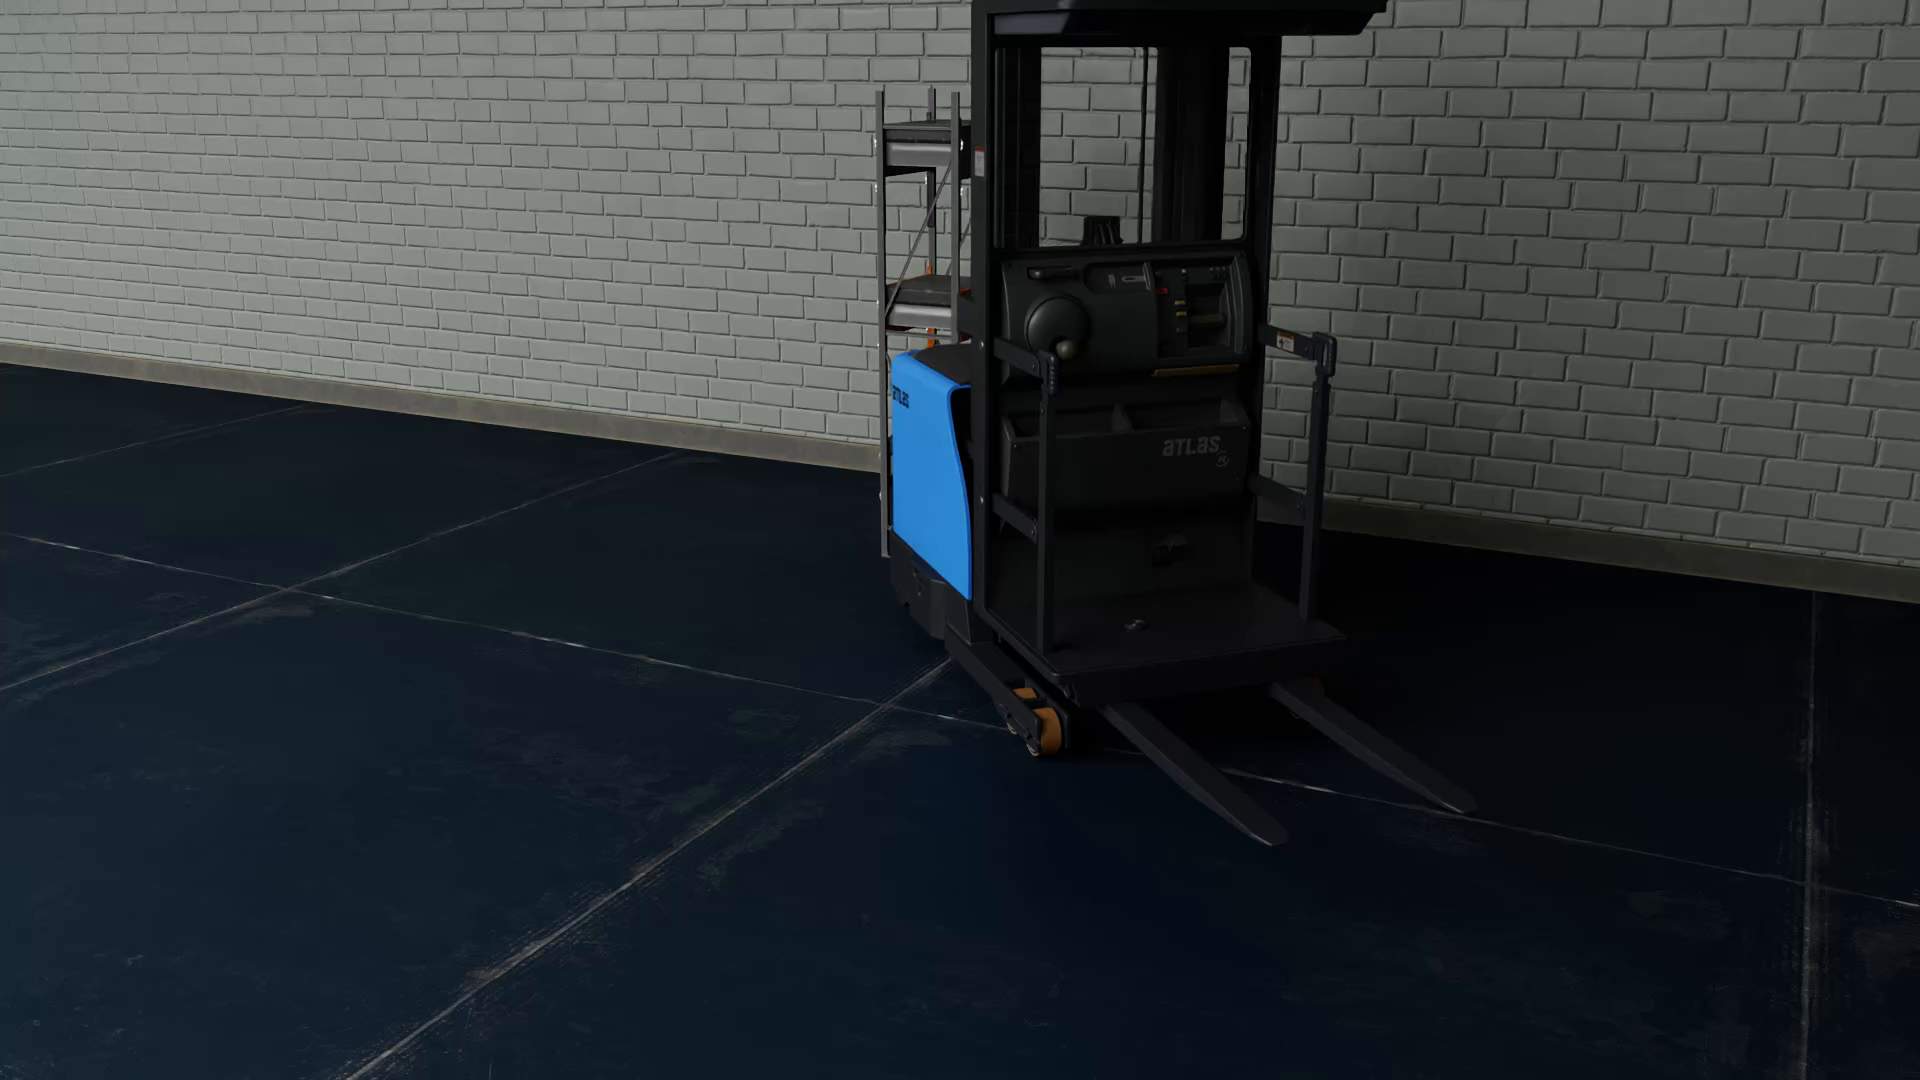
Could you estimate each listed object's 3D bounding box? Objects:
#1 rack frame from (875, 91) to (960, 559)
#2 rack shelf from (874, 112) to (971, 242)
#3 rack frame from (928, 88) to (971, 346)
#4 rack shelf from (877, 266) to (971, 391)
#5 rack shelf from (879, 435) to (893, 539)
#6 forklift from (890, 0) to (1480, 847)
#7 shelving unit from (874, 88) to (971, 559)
[{"bbox_3d":[-0.183,-0.902,7.374,0.400,2.100,0.015,8,18,25],"label":"rack frame"},{"bbox_3d":[-0.074,-1.622,7.388,0.431,0.518,0.480,8,18,25],"label":"rack shelf"},{"bbox_3d":[0.035,-1.027,7.793,0.400,2.100,0.015,8,18,25],"label":"rack frame"},{"bbox_3d":[-0.074,-0.951,7.587,0.431,0.518,0.480,8,18,25],"label":"rack shelf"},{"bbox_3d":[-0.074,-0.280,7.787,0.431,0.518,0.480,8,18,25],"label":"rack shelf"},{"bbox_3d":[0.660,-0.808,5.597,1.130,2.935,3.031,-6,17,-18],"label":"forklift"},{"bbox_3d":[-0.074,-0.964,7.583,0.431,2.100,0.503,8,18,25],"label":"shelving unit"}]
